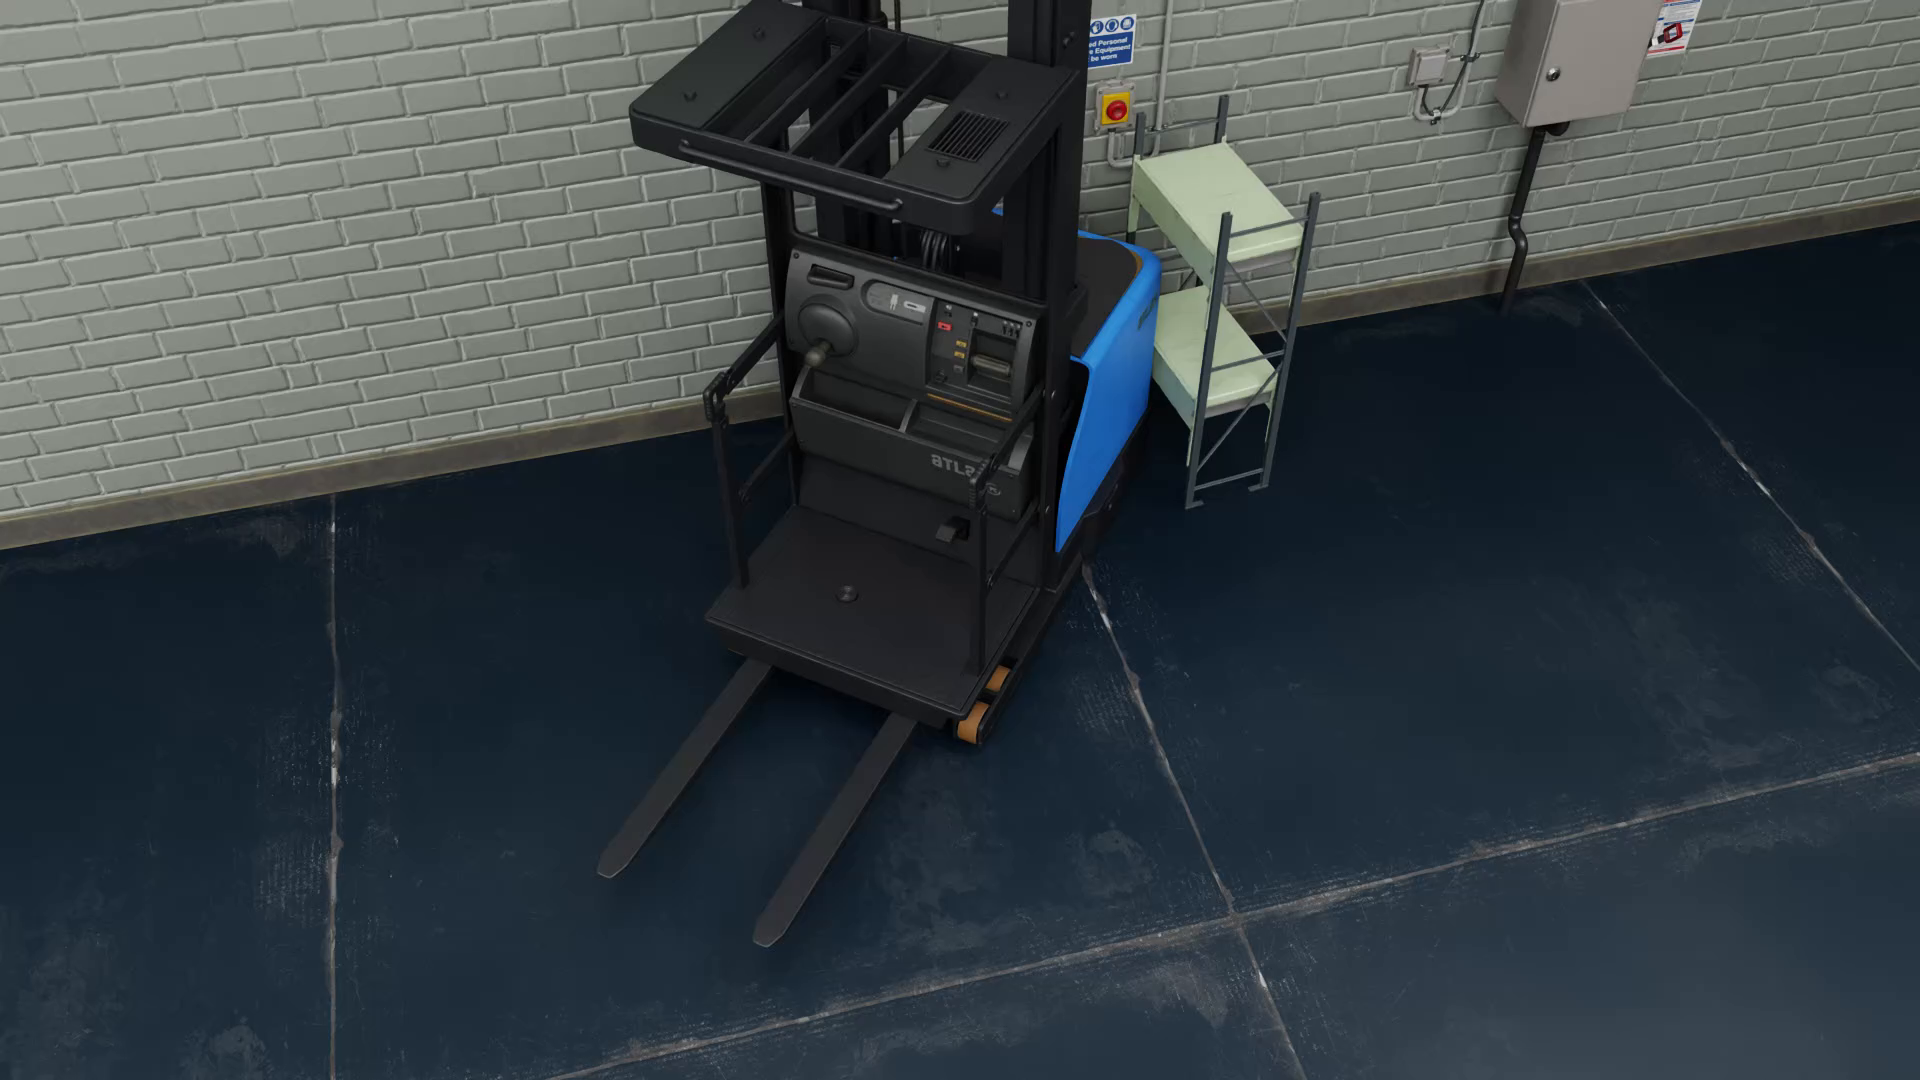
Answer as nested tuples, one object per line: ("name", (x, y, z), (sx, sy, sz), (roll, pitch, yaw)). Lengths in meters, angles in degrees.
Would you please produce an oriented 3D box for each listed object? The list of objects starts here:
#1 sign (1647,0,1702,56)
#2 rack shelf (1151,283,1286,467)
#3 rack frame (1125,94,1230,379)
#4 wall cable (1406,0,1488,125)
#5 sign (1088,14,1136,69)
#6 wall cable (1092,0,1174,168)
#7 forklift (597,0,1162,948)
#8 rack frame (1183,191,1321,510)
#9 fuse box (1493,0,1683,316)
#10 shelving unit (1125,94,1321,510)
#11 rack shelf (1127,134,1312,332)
("sign", (3.098, -2.341, 7.262), (0.329, 0.494, 0.001), (-11, 47, -10))
("rack shelf", (1.016, -0.728, 7.121), (0.431, 0.370, 0.720), (-15, 48, -14))
("rack frame", (0.885, -1.200, 7.127), (0.400, 1.500, 0.023), (-15, 48, -14))
("wall cable", (1.974, -2.481, 6.621), (0.588, 1.984, 0.122), (-11, 47, -10))
("sign", (0.544, -1.986, 6.658), (0.327, 0.218, 0.001), (-11, 47, -10))
("wall cable", (0.606, -2.225, 6.347), (0.585, 1.953, 0.123), (-11, 47, -10))
("forklift", (-0.270, -0.624, 5.560), (1.130, 2.935, 3.031), (19, 49, 18))
("rack frame", (1.147, -0.712, 6.648), (0.400, 1.500, 0.023), (-15, 48, -14))
("fuse box", (2.674, -1.690, 7.459), (0.539, 1.711, 0.414), (-11, 47, -10))
("shelving unit", (1.016, -0.956, 6.888), (0.431, 1.500, 0.755), (-15, 48, -14))
("rack shelf", (1.016, -1.229, 6.609), (0.431, 0.370, 0.720), (-15, 48, -14))
